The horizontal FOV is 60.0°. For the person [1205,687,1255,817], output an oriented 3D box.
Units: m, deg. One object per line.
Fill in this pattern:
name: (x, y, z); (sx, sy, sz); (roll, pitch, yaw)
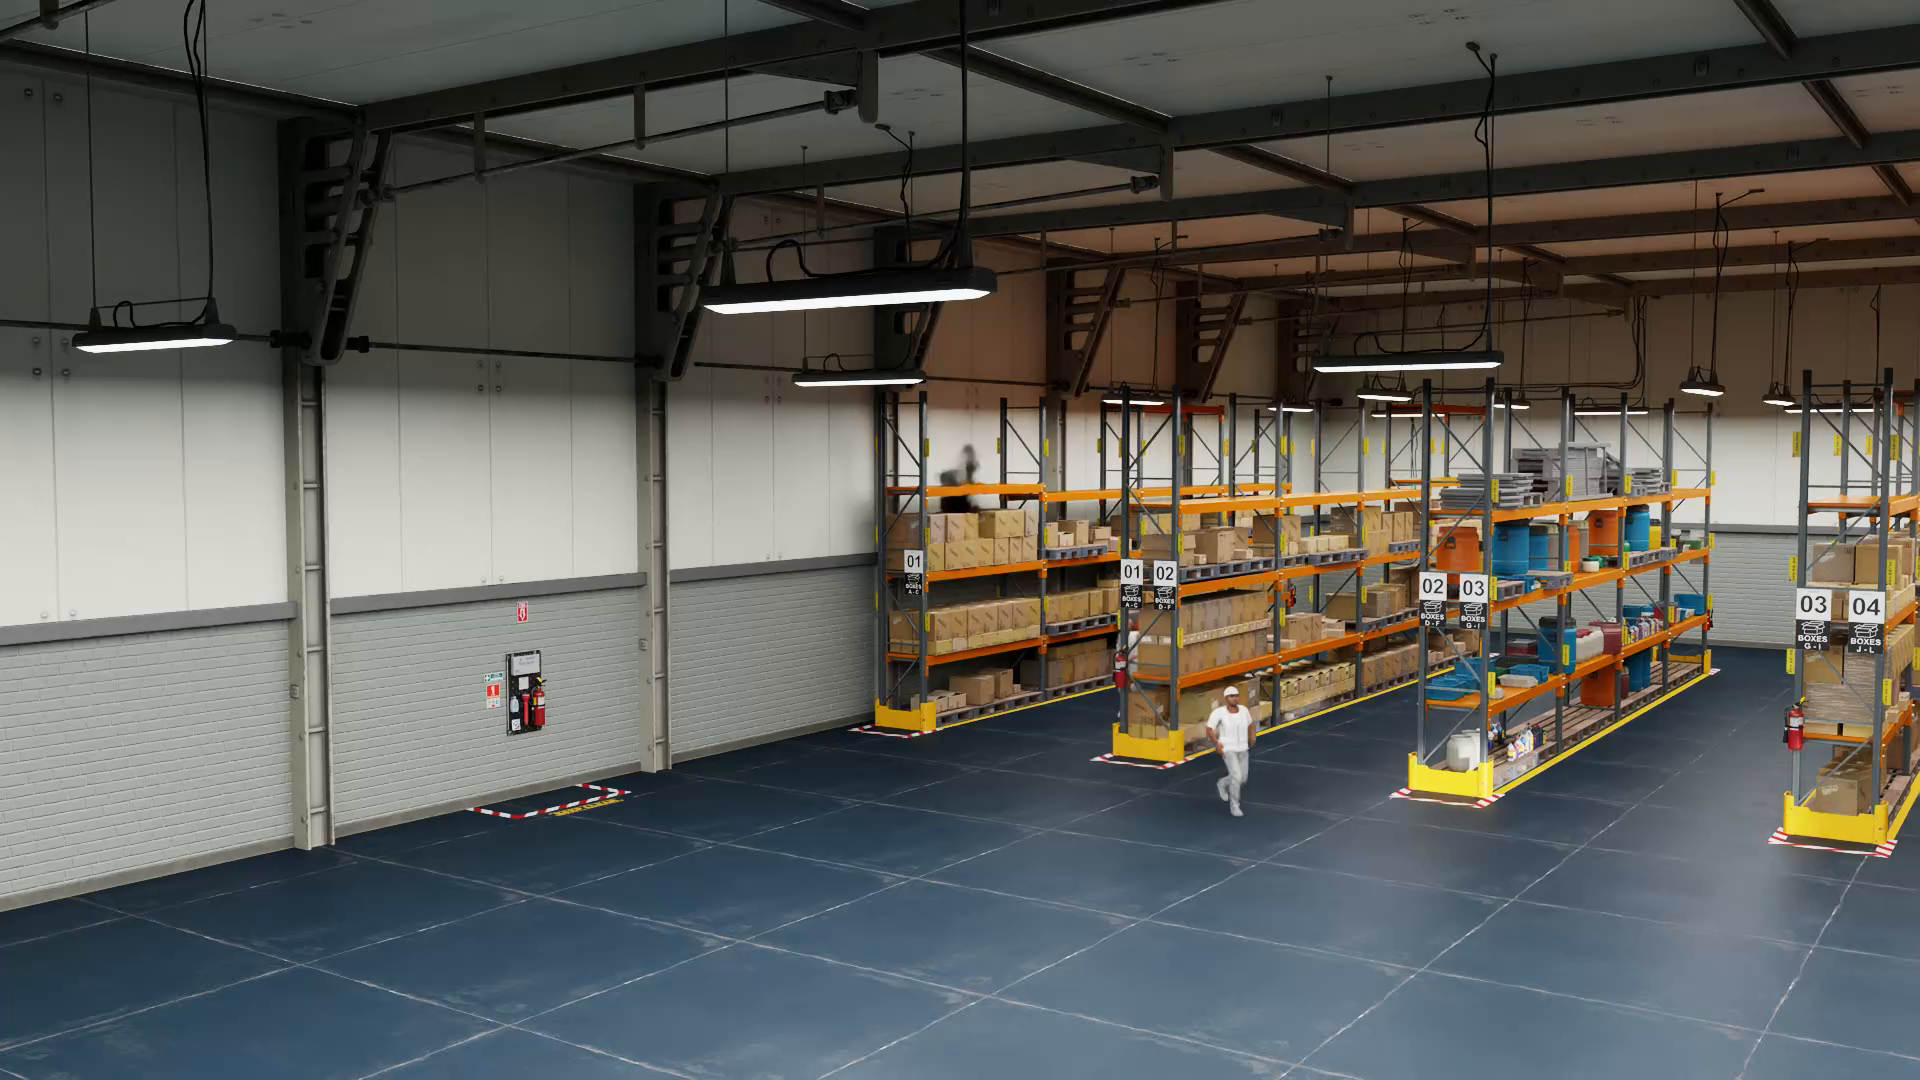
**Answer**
person: (3.730, 2.875, 22.834); (0.692, 1.747, 0.689); (-1, 3, -21)

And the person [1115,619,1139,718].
person: (3.215, 2.376, 31.060); (0.729, 1.825, 0.866); (2, 4, 32)
